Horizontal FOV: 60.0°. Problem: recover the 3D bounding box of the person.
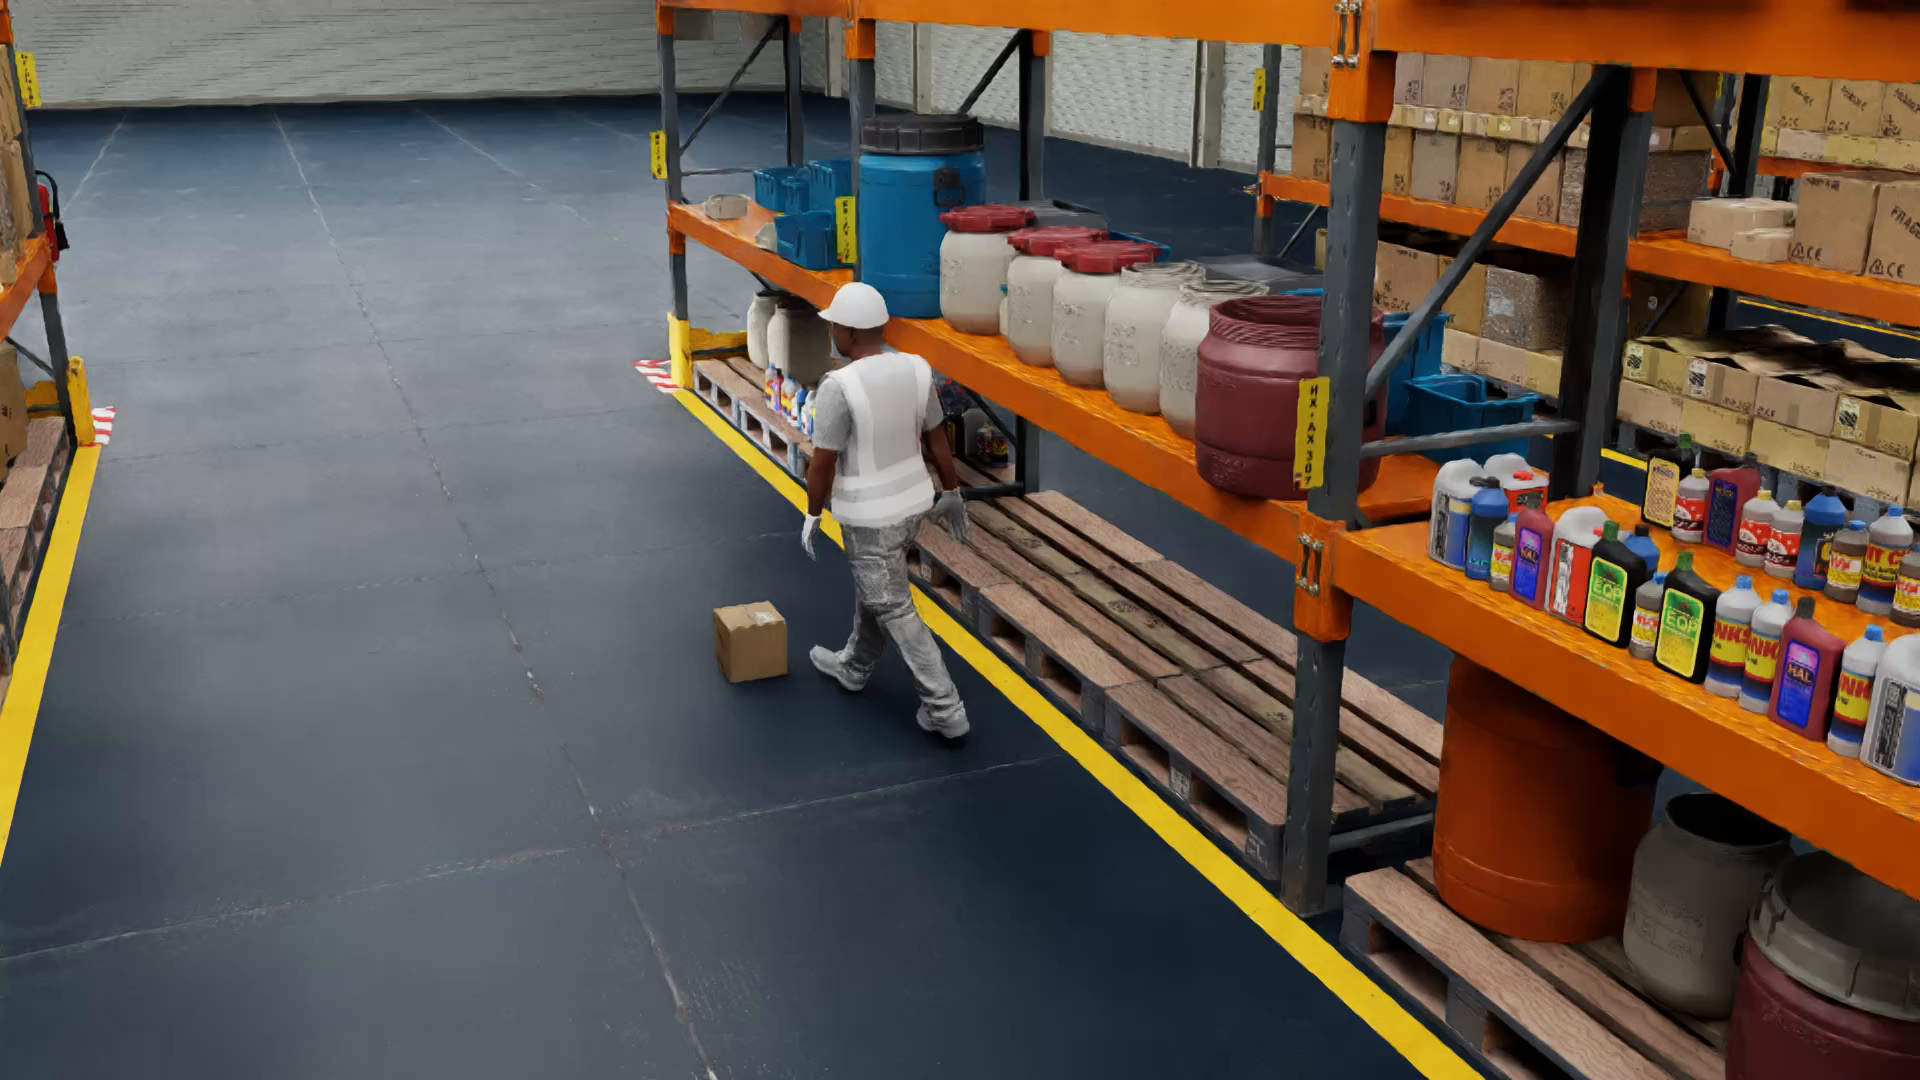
[{"bbox_3d":[-0.337,-0.127,6.433,0.970,1.747,0.631,14,23,35],"label":"person"}]
